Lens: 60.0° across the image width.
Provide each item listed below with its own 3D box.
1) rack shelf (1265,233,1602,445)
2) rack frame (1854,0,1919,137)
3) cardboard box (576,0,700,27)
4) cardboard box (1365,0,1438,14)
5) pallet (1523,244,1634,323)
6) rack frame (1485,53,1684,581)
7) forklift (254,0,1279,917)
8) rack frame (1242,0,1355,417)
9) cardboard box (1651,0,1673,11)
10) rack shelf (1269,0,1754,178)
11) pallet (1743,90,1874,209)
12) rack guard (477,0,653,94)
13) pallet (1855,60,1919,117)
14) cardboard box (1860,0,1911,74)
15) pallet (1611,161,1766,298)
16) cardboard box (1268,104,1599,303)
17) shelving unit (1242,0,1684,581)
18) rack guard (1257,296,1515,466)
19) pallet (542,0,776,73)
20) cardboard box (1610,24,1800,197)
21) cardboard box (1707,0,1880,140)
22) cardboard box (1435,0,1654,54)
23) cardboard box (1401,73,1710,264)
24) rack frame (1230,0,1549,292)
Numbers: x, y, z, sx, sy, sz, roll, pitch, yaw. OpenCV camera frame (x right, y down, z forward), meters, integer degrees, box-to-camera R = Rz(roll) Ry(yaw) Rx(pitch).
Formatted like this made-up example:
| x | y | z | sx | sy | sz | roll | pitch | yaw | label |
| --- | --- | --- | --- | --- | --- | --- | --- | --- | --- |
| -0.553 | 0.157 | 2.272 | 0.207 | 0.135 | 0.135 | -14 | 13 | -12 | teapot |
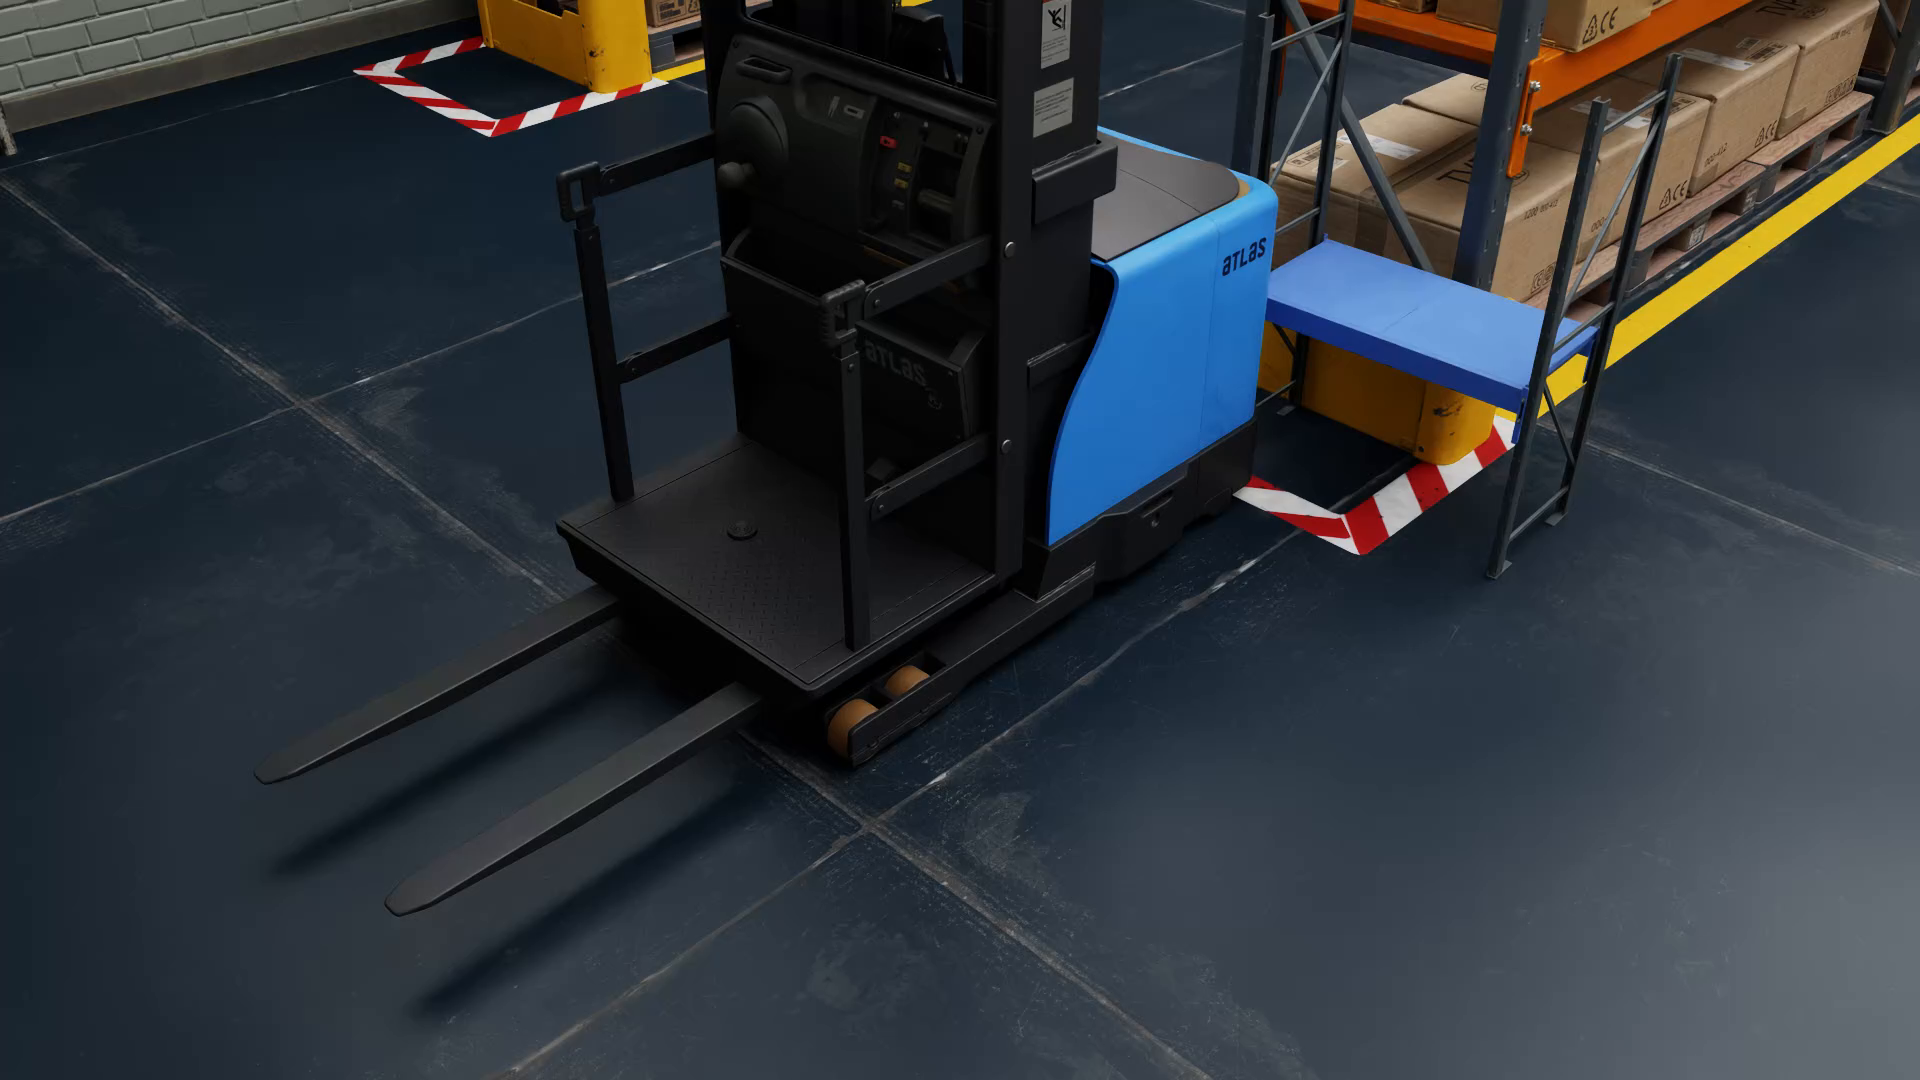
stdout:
| x | y | z | sx | sy | sz | roll | pitch | yaw | label |
| --- | --- | --- | --- | --- | --- | --- | --- | --- | --- |
| 1.413 | -0.652 | 5.187 | 1.000 | 0.185 | 0.538 | 28 | 43 | 34 | rack shelf |
| 4.170 | -3.405 | 7.510 | 1.000 | 3.000 | 0.127 | 30 | 45 | 35 | rack frame |
| -1.675 | -3.138 | 8.943 | 0.797 | 0.503 | 0.637 | 28 | 43 | 34 | cardboard box |
| 1.504 | -2.124 | 5.587 | 0.500 | 0.500 | 0.500 | -30 | 45 | -35 | cardboard box |
| 1.859 | -0.993 | 6.490 | 1.003 | 0.211 | 1.213 | 30 | 45 | 35 | pallet |
| 1.788 | -0.603 | 4.803 | 0.032 | 1.500 | 0.500 | 28 | 43 | 34 | rack frame |
| -0.433 | -0.945 | 4.043 | 1.130 | 2.935 | 3.031 | 29 | 44 | 35 | forklift |
| 1.037 | -0.995 | 5.366 | 0.032 | 1.500 | 0.500 | 28 | 43 | 34 | rack frame |
| 2.230 | -2.118 | 5.577 | 0.500 | 0.500 | 0.500 | 29 | 44 | 35 | cardboard box |
| 2.761 | -2.298 | 6.551 | 1.077 | 0.370 | 4.000 | 30 | 45 | 35 | rack shelf |
| 3.579 | -1.984 | 7.910 | 1.003 | 0.211 | 1.213 | 30 | 45 | 35 | pallet |
| -2.120 | -2.785 | 8.807 | 1.175 | 0.500 | 0.348 | 30 | 45 | 35 | rack guard |
| 4.660 | -2.605 | 8.800 | 1.003 | 0.211 | 1.213 | 30 | 45 | 35 | pallet |
| 4.550 | -2.989 | 8.404 | 0.875 | 0.875 | 0.875 | -28 | 44 | -34 | cardboard box |
| 2.719 | -1.486 | 7.196 | 1.003 | 0.211 | 1.213 | 30 | 45 | 35 | pallet |
| 1.746 | -1.210 | 6.236 | 0.875 | 0.438 | 0.875 | 28 | 44 | 34 | cardboard box |
| 1.413 | -0.799 | 5.085 | 1.048 | 1.500 | 0.538 | 28 | 43 | 34 | shelving unit |
| 1.335 | -0.746 | 5.882 | 1.175 | 0.500 | 0.348 | 30 | 45 | 35 | rack guard |
| -1.559 | -2.991 | 9.354 | 1.003 | 0.211 | 1.213 | 30 | 45 | 35 | pallet |
| 3.021 | -1.951 | 7.298 | 0.875 | 0.438 | 0.875 | 28 | 44 | 34 | cardboard box |
| 3.651 | -2.314 | 7.819 | 0.875 | 0.438 | 0.875 | 29 | 44 | 35 | cardboard box |
| 1.894 | -1.901 | 5.266 | 0.500 | 0.500 | 0.500 | 29 | 44 | 35 | cardboard box |
| 2.385 | -1.585 | 6.774 | 0.875 | 0.438 | 0.875 | -29 | 44 | -34 | cardboard box |
| 1.352 | -1.781 | 5.181 | 1.000 | 3.000 | 0.127 | 30 | 45 | 35 | rack frame |
